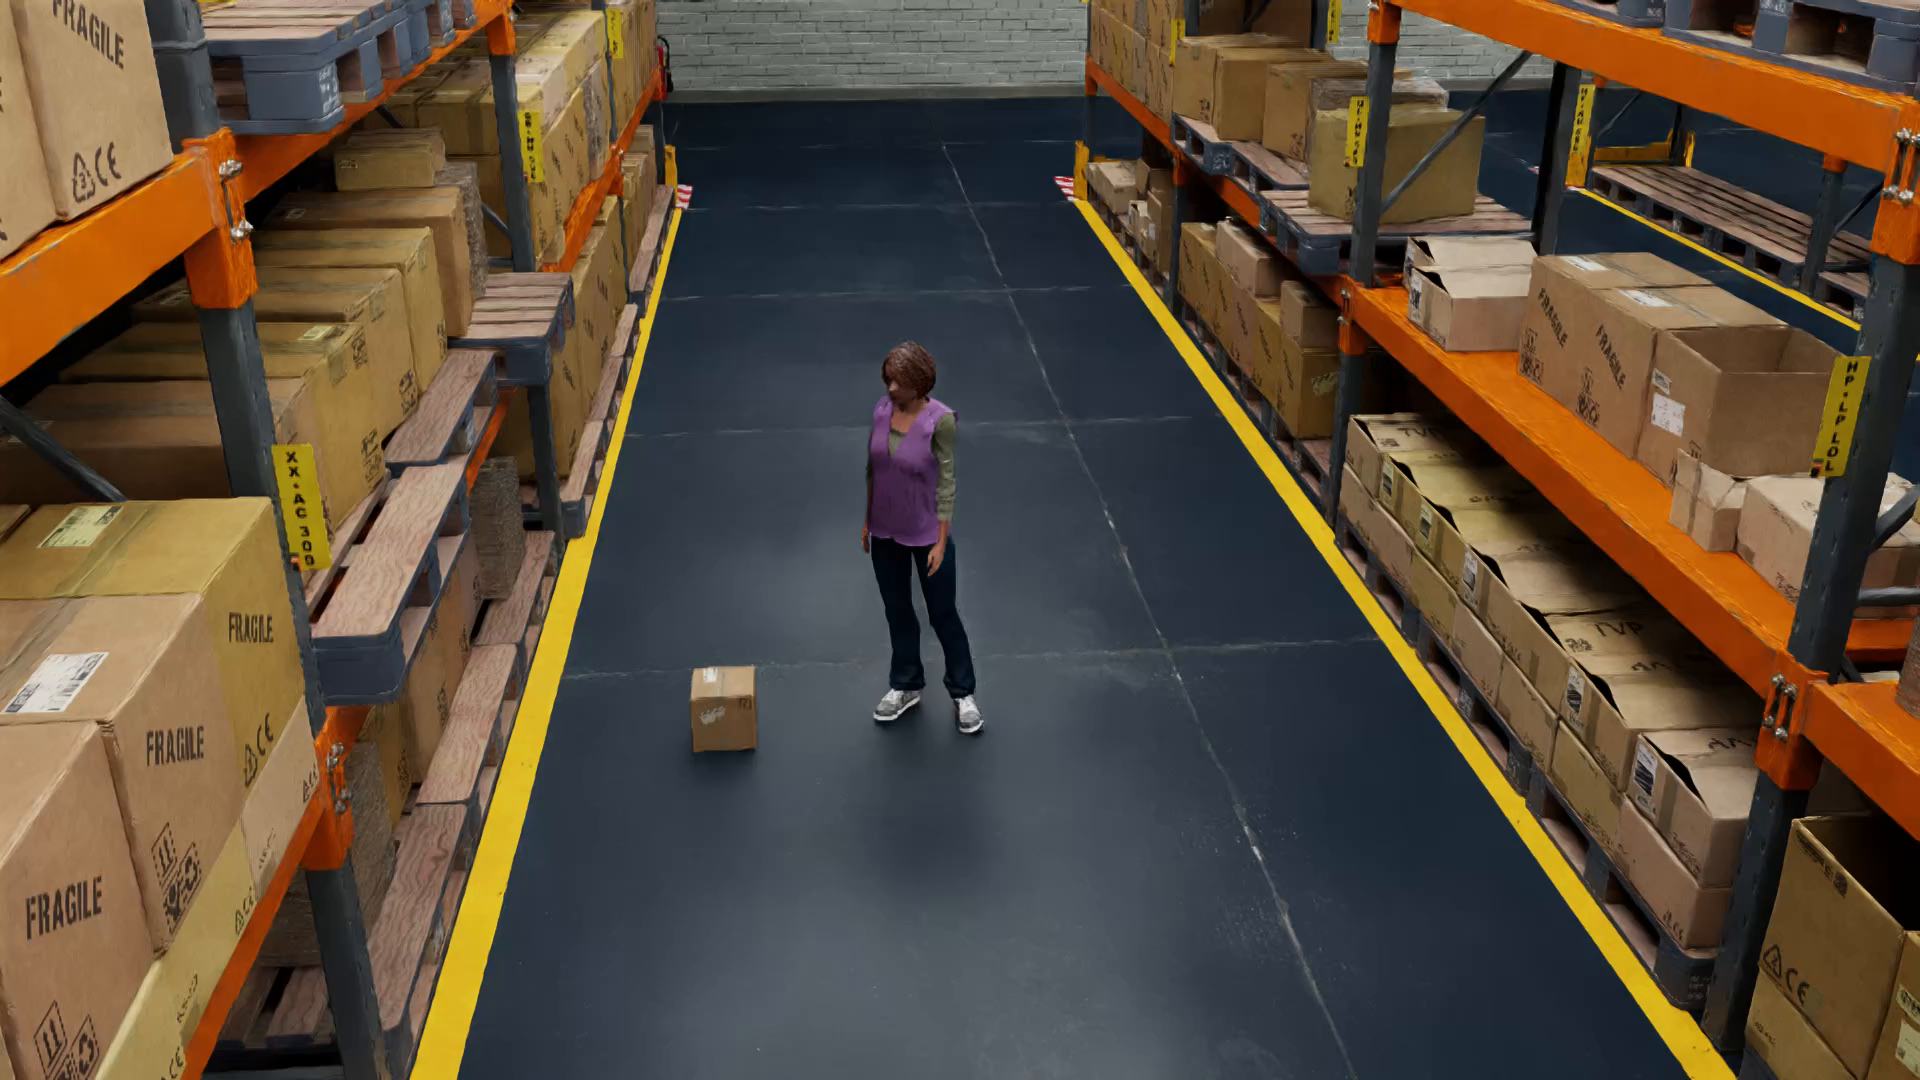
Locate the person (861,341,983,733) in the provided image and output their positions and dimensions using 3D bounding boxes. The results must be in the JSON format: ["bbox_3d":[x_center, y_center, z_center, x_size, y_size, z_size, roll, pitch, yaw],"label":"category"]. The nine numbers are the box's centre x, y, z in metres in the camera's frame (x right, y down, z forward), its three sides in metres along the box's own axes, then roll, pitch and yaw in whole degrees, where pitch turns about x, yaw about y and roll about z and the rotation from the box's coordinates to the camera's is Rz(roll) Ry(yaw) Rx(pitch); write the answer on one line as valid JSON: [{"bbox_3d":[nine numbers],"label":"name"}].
[{"bbox_3d":[-0.154,-0.007,6.609,0.574,1.599,0.337,13,27,27],"label":"person"}]
